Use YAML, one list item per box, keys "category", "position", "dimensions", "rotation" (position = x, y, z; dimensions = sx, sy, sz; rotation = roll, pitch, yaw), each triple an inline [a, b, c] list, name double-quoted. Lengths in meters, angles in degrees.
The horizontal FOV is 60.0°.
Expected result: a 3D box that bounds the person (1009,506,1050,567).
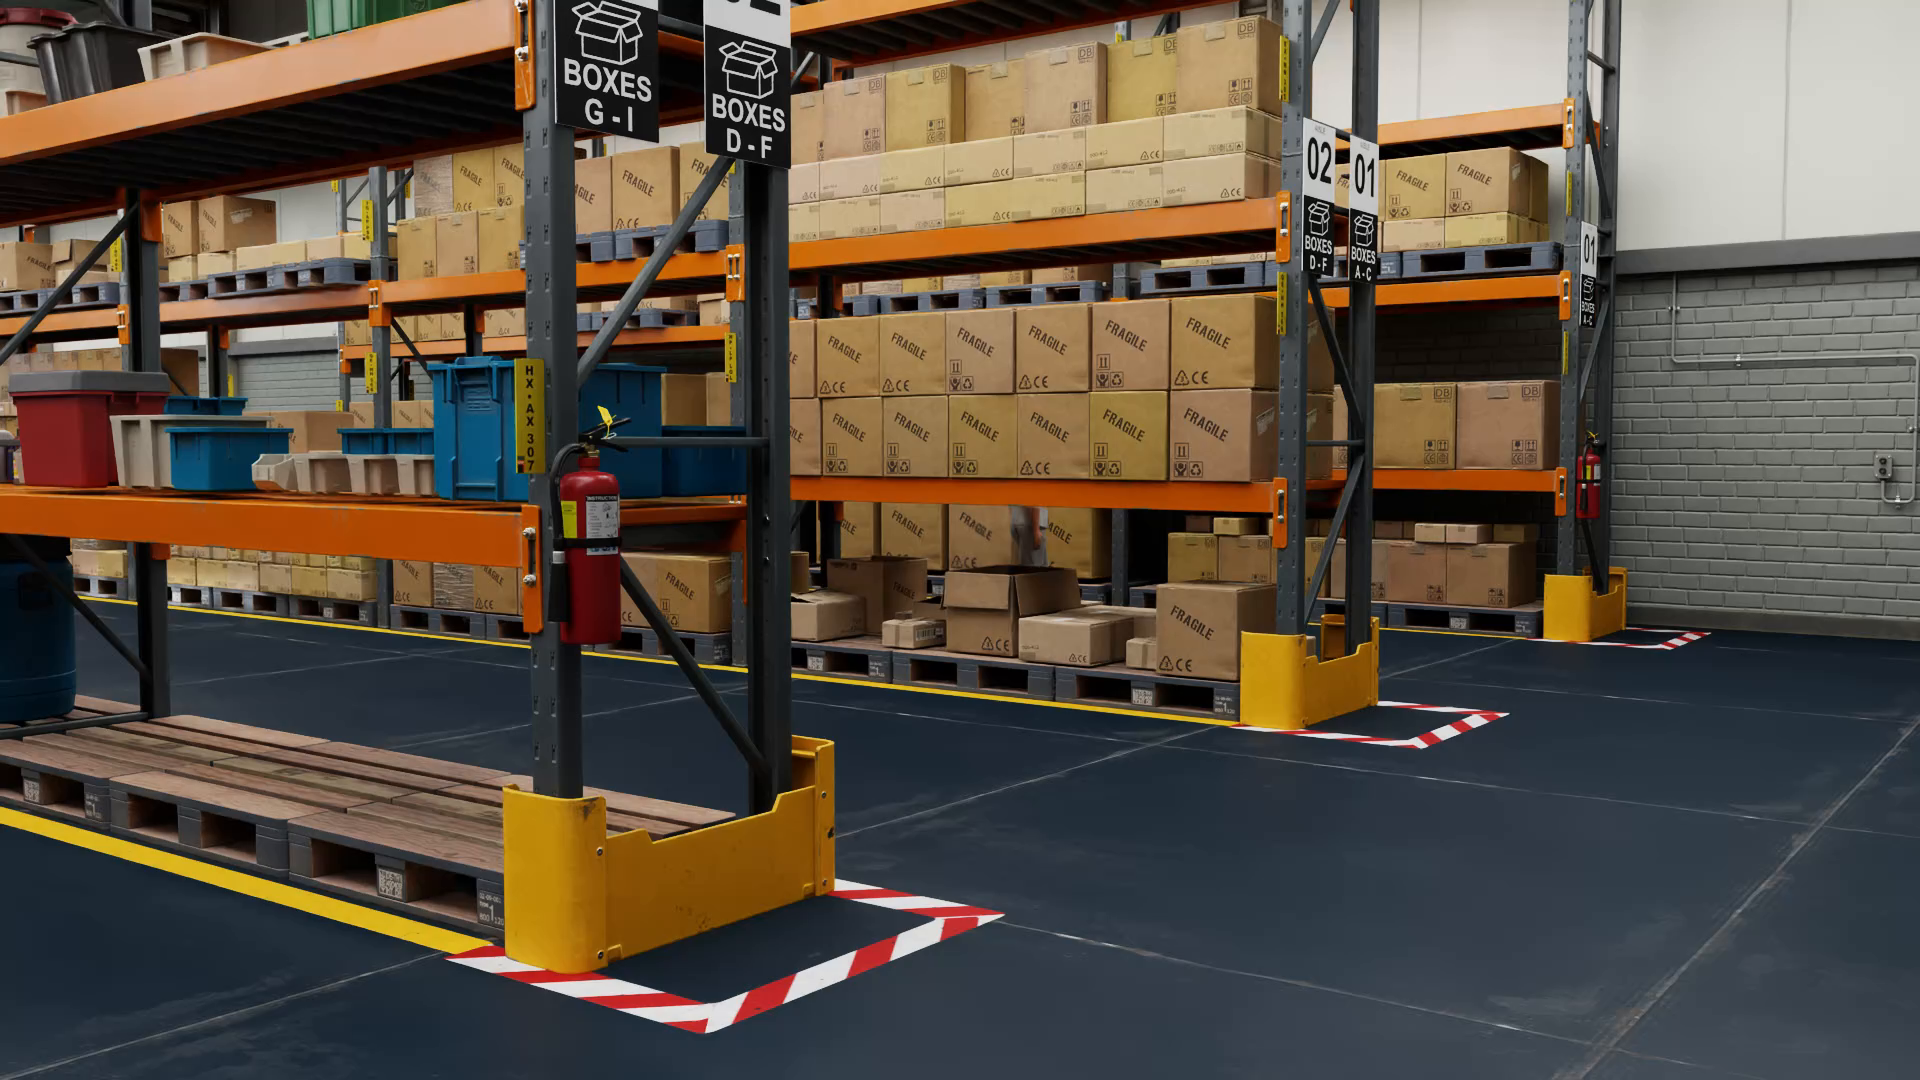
- category: "person"
  position: [0.602, -0.063, 12.806]
  dimensions: [0.526, 1.698, 0.442]
  rotation: [-1, 4, -23]
